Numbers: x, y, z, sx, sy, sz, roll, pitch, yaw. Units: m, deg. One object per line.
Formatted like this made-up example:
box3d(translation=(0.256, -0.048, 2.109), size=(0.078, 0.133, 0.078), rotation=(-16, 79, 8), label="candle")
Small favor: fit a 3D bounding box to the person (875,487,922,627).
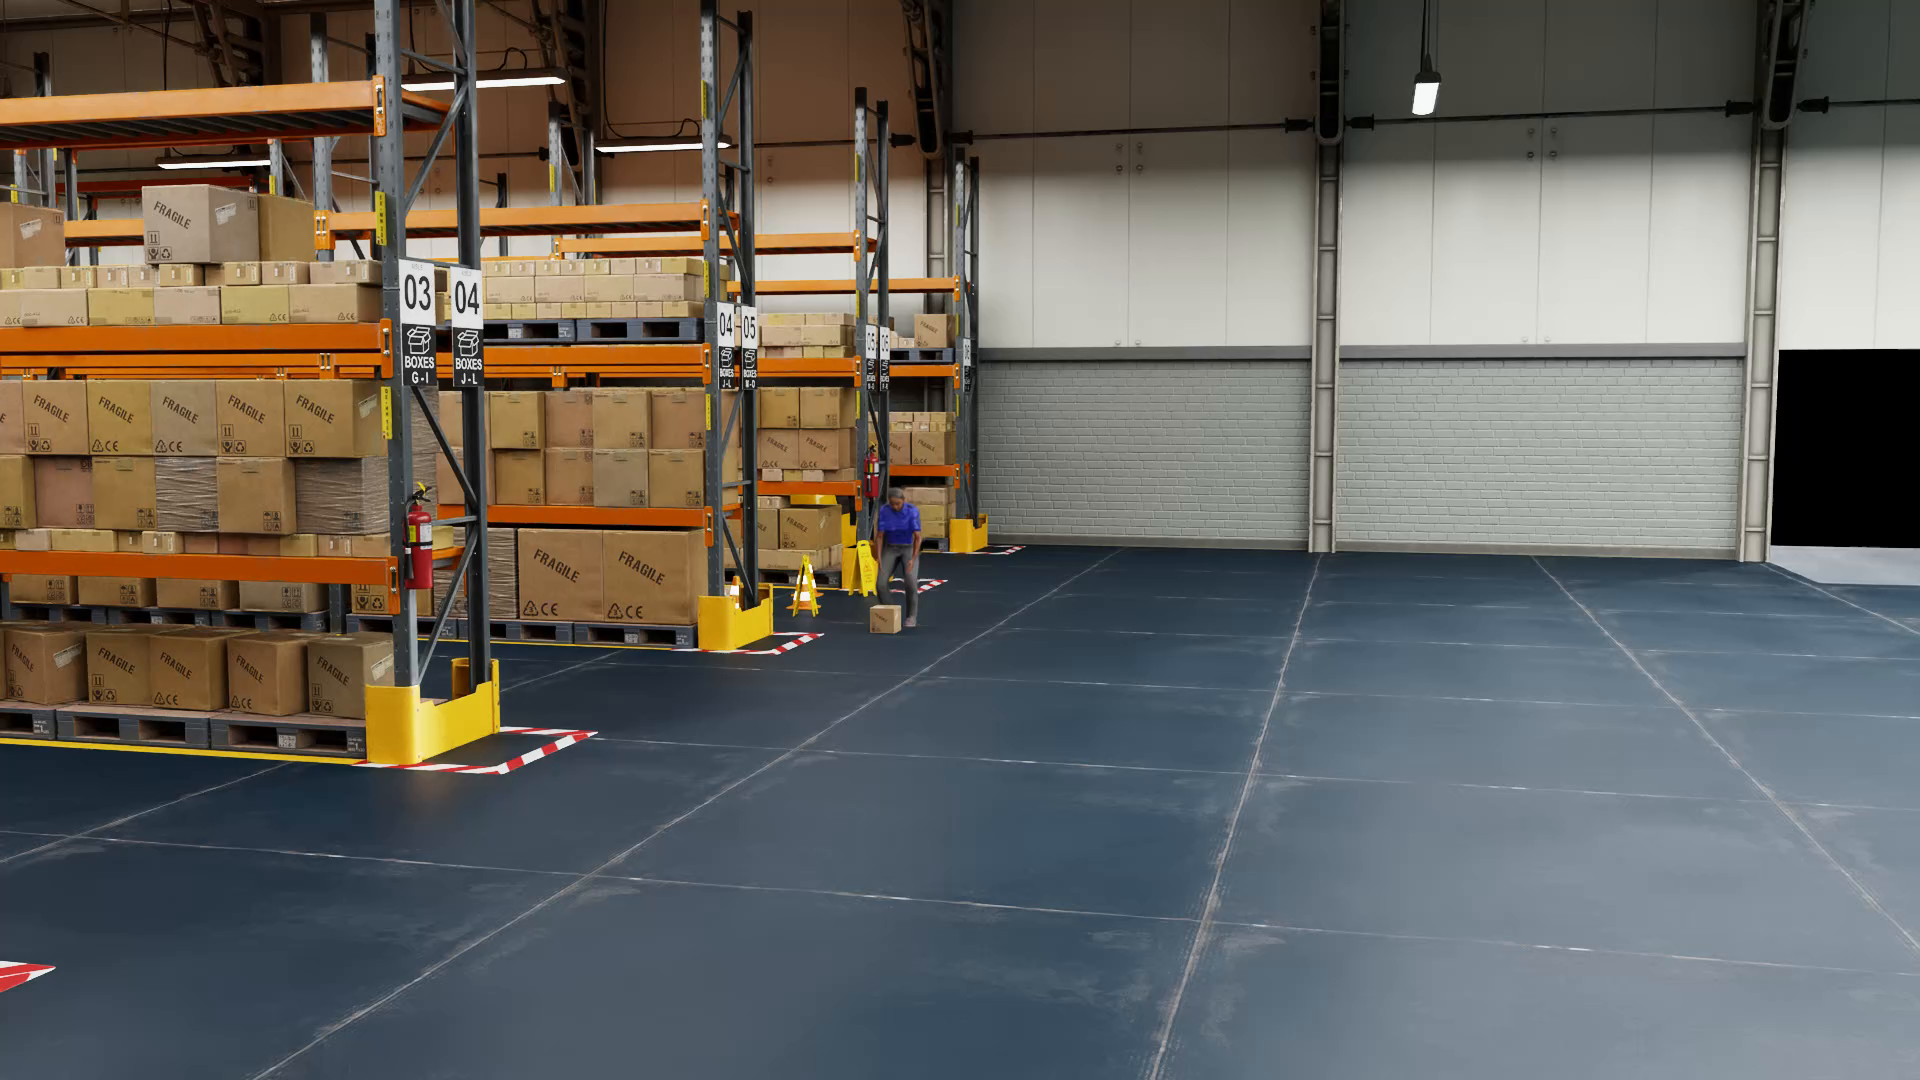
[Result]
box3d(translation=(-0.607, 0.168, 16.967), size=(0.492, 1.441, 0.577), rotation=(1, 5, 14), label="person")
